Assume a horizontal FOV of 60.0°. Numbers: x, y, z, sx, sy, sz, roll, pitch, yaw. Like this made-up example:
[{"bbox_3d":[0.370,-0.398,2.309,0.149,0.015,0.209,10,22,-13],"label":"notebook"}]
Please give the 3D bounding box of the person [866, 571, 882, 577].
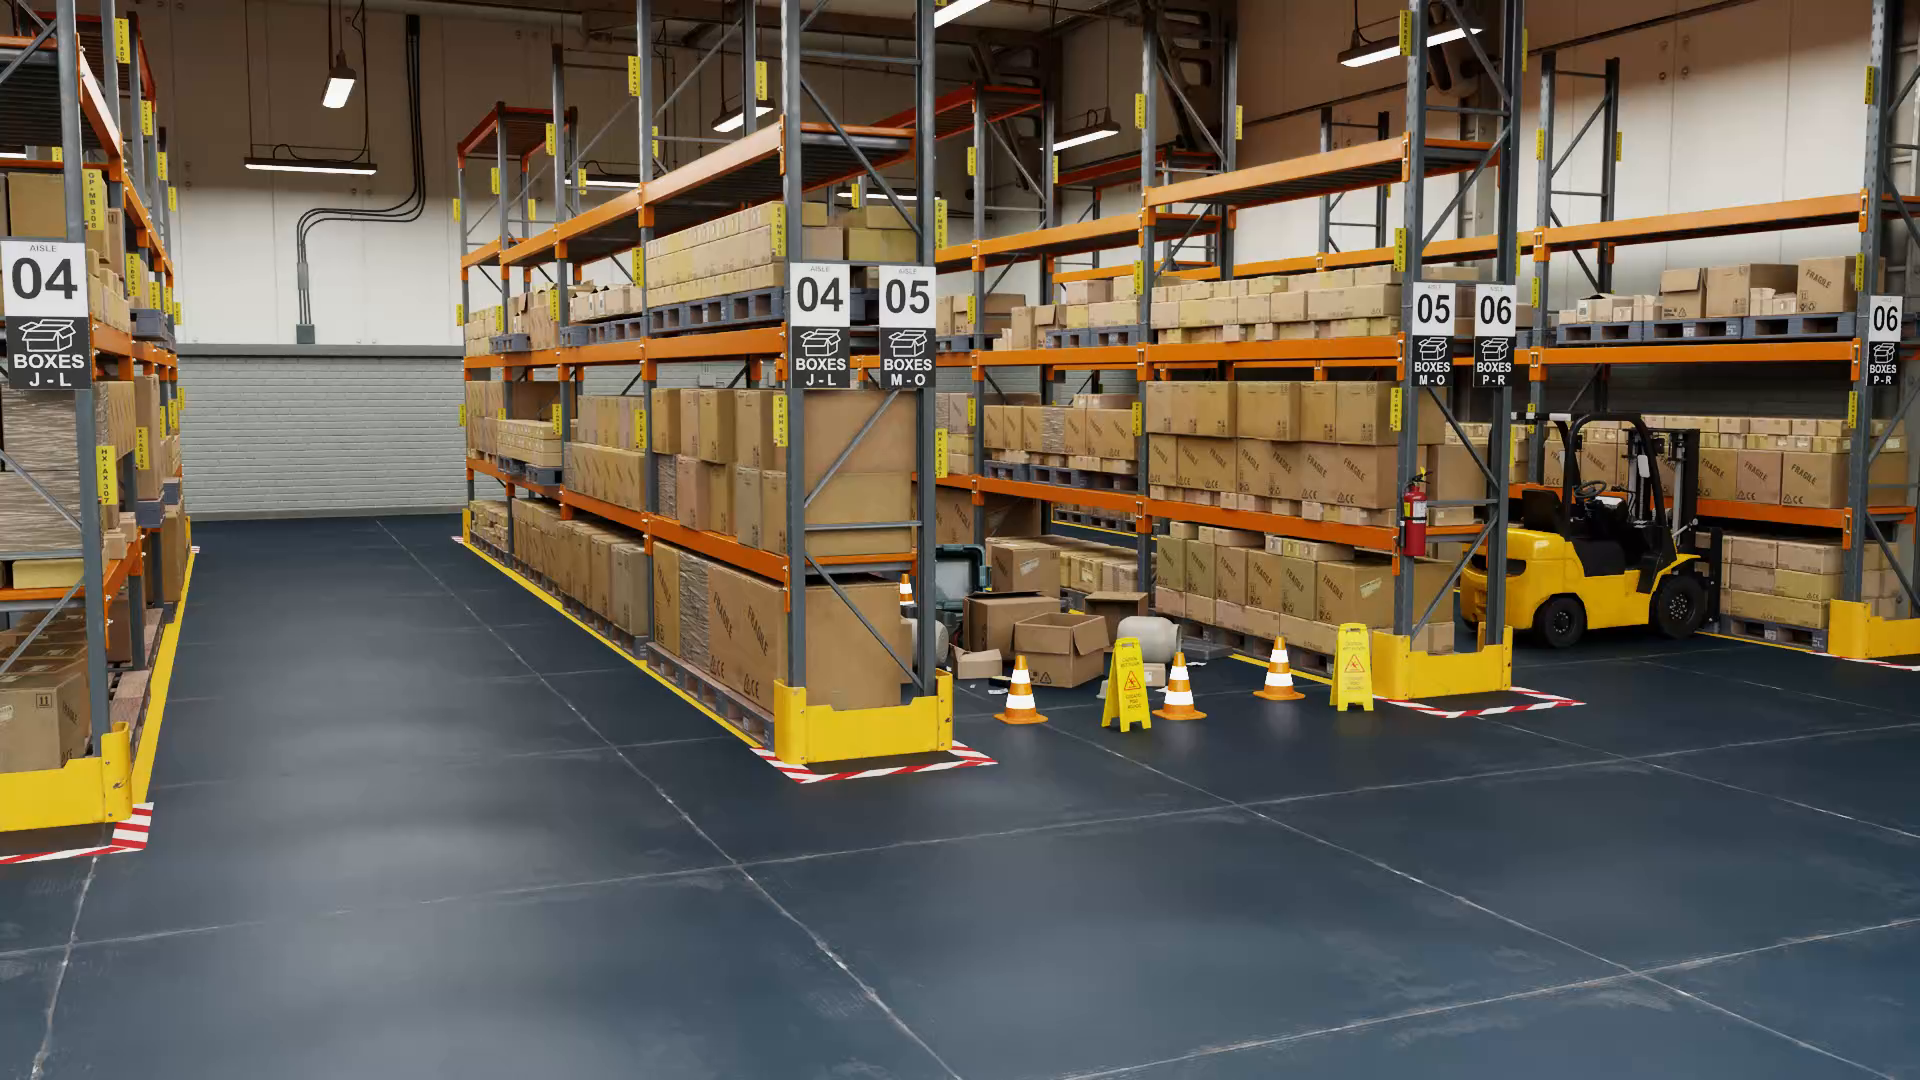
[{"bbox_3d":[-0.921,-0.020,17.170,0.360,1.673,0.499,-2,6,-23],"label":"person"}]
